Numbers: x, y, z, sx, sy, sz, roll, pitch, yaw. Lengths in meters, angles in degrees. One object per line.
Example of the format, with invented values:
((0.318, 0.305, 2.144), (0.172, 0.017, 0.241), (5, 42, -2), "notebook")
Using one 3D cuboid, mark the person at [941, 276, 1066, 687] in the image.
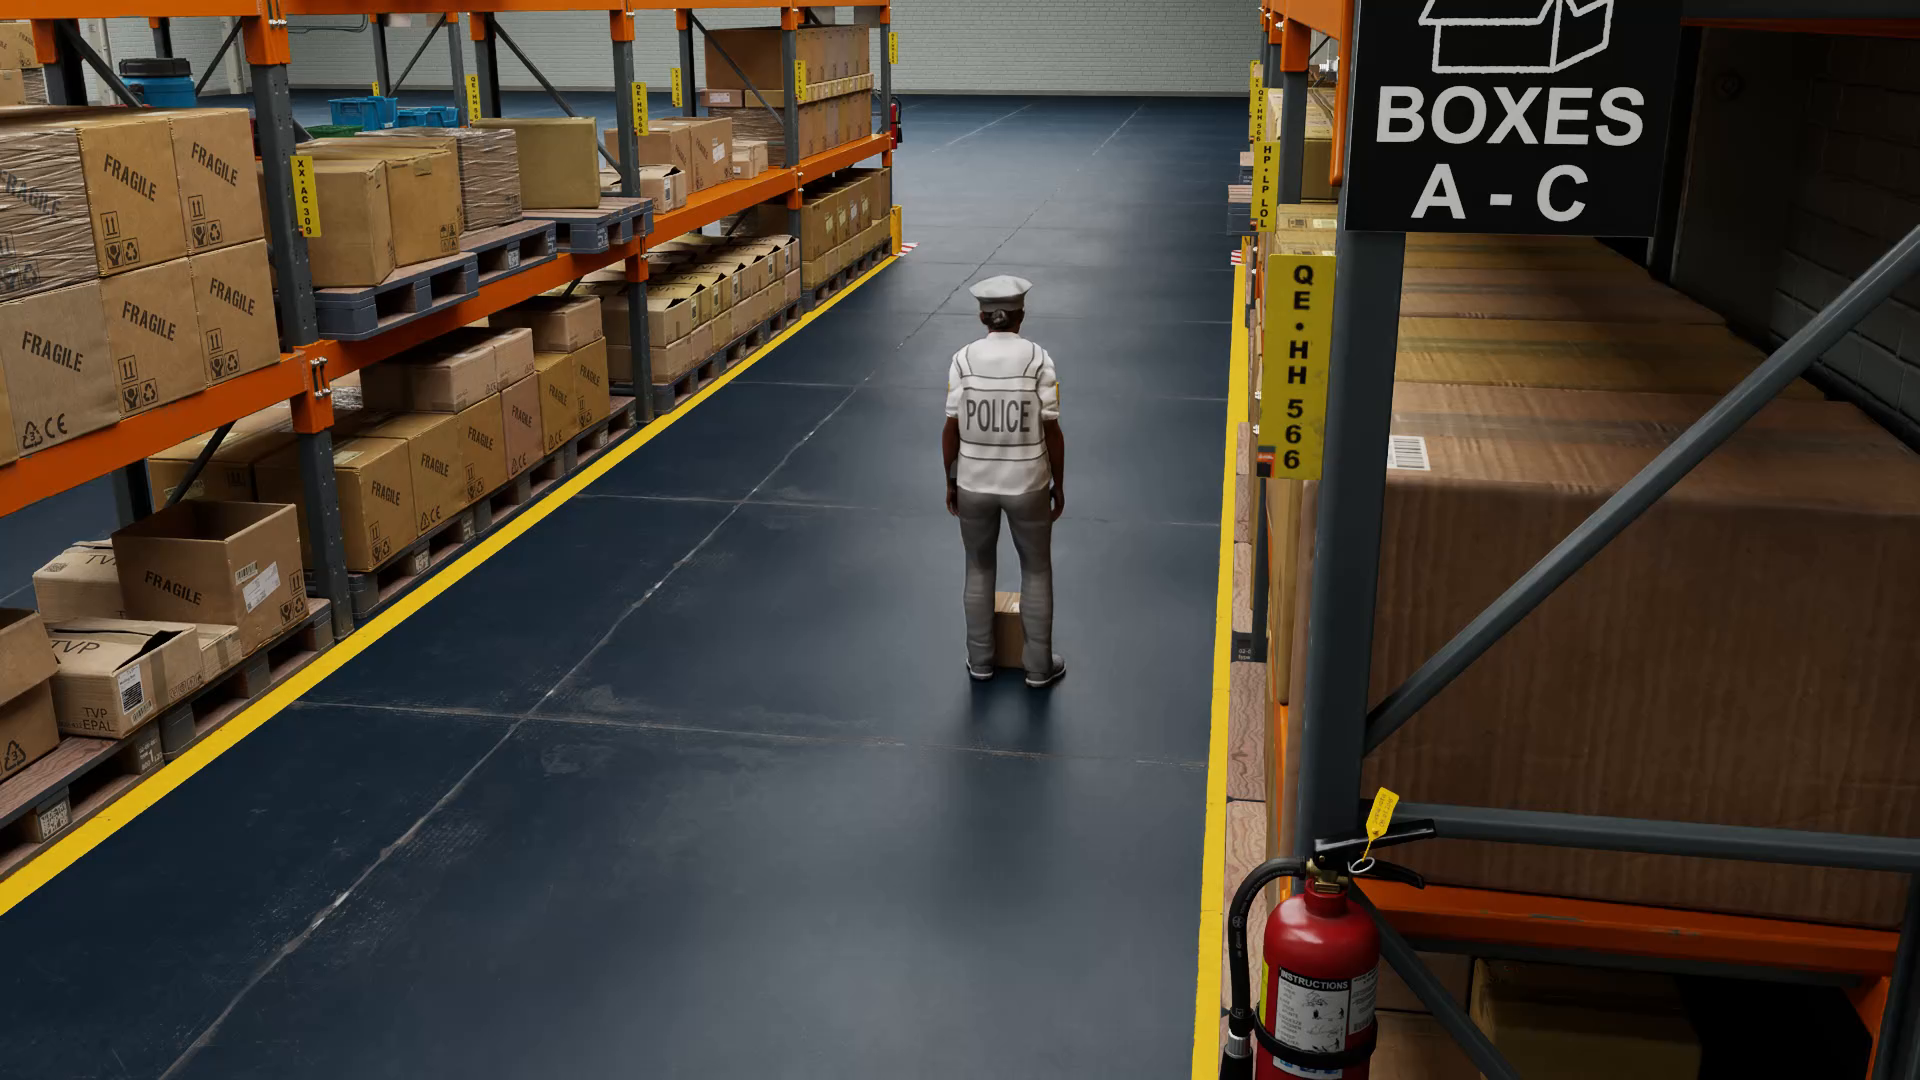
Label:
((0.183, -0.216, 6.724), (0.513, 1.656, 0.428), (2, 18, 6), "person")
